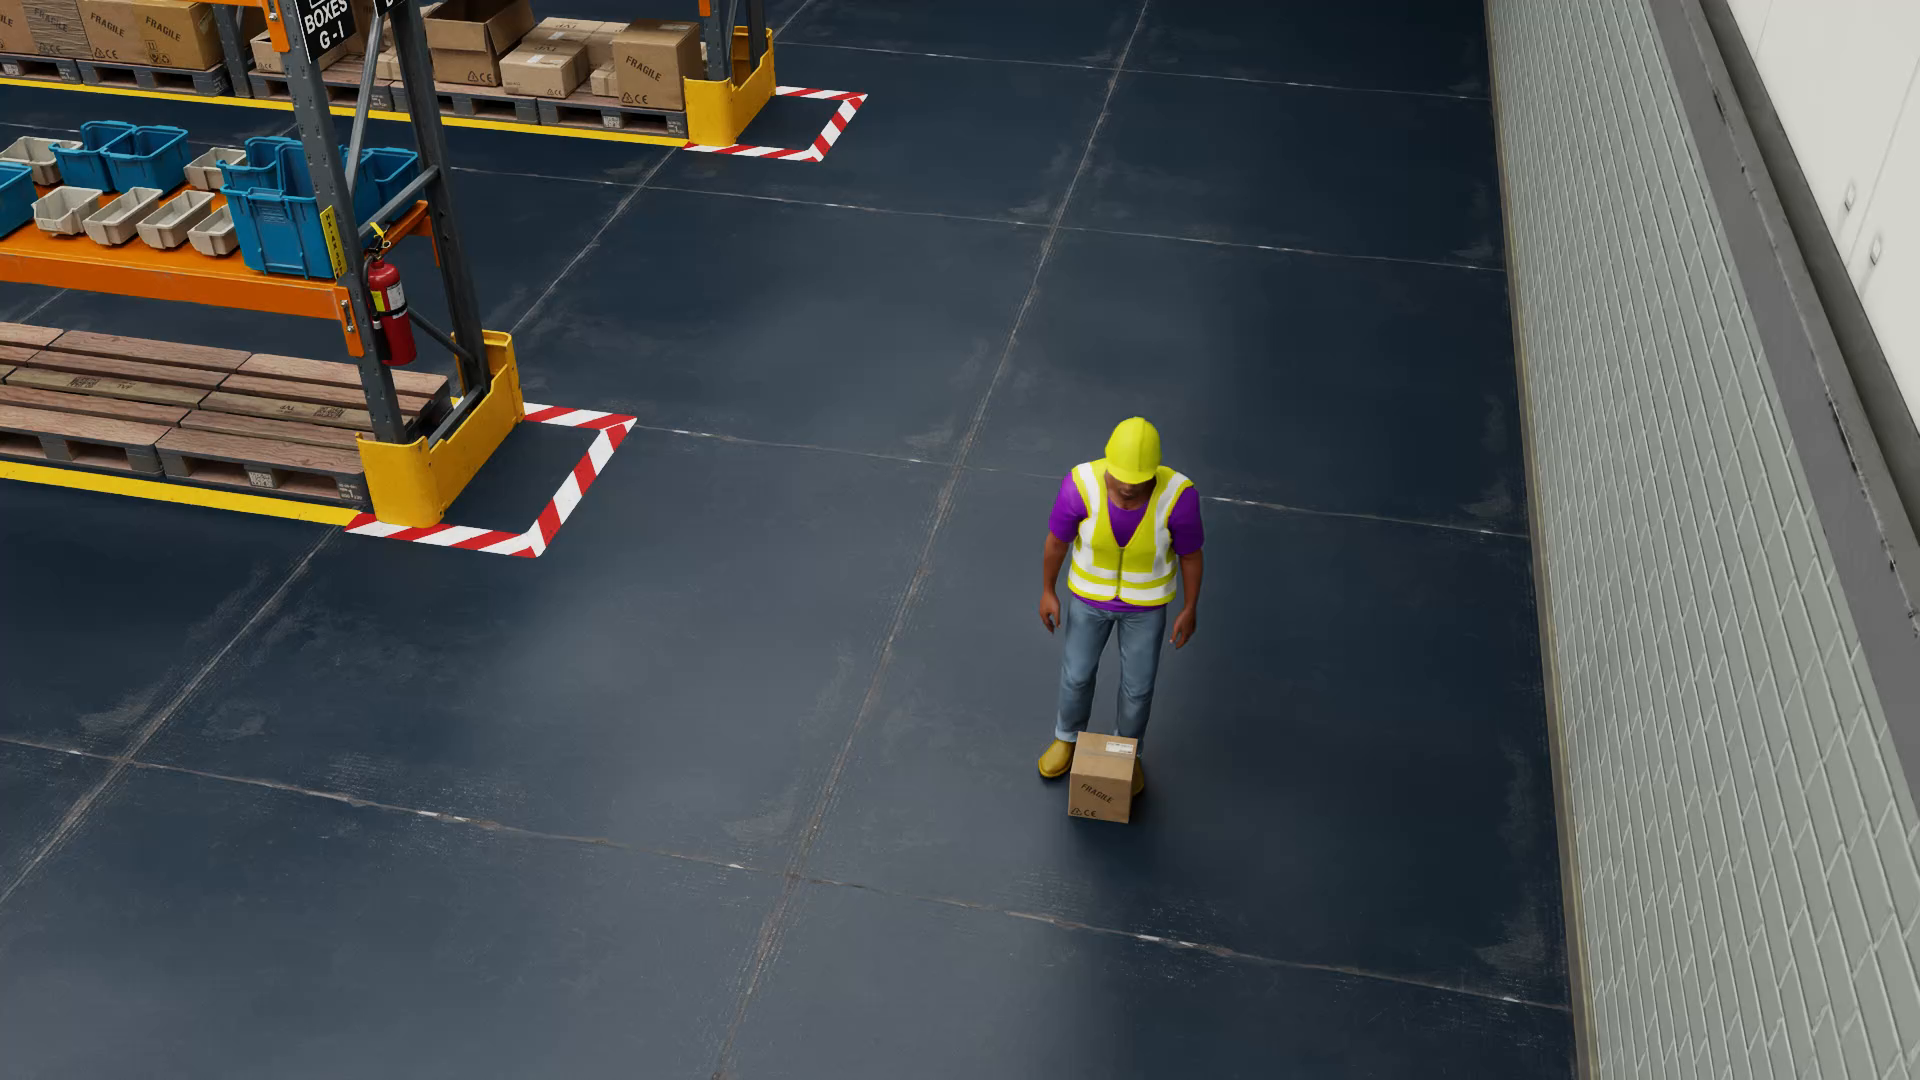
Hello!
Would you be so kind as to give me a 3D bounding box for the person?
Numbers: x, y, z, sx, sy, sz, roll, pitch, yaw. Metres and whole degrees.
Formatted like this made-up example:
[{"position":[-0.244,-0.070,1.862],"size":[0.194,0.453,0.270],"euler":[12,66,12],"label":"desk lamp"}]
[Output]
[{"position":[0.631,0.245,6.617],"size":[0.633,1.760,0.463],"euler":[7,37,9],"label":"person"}]
